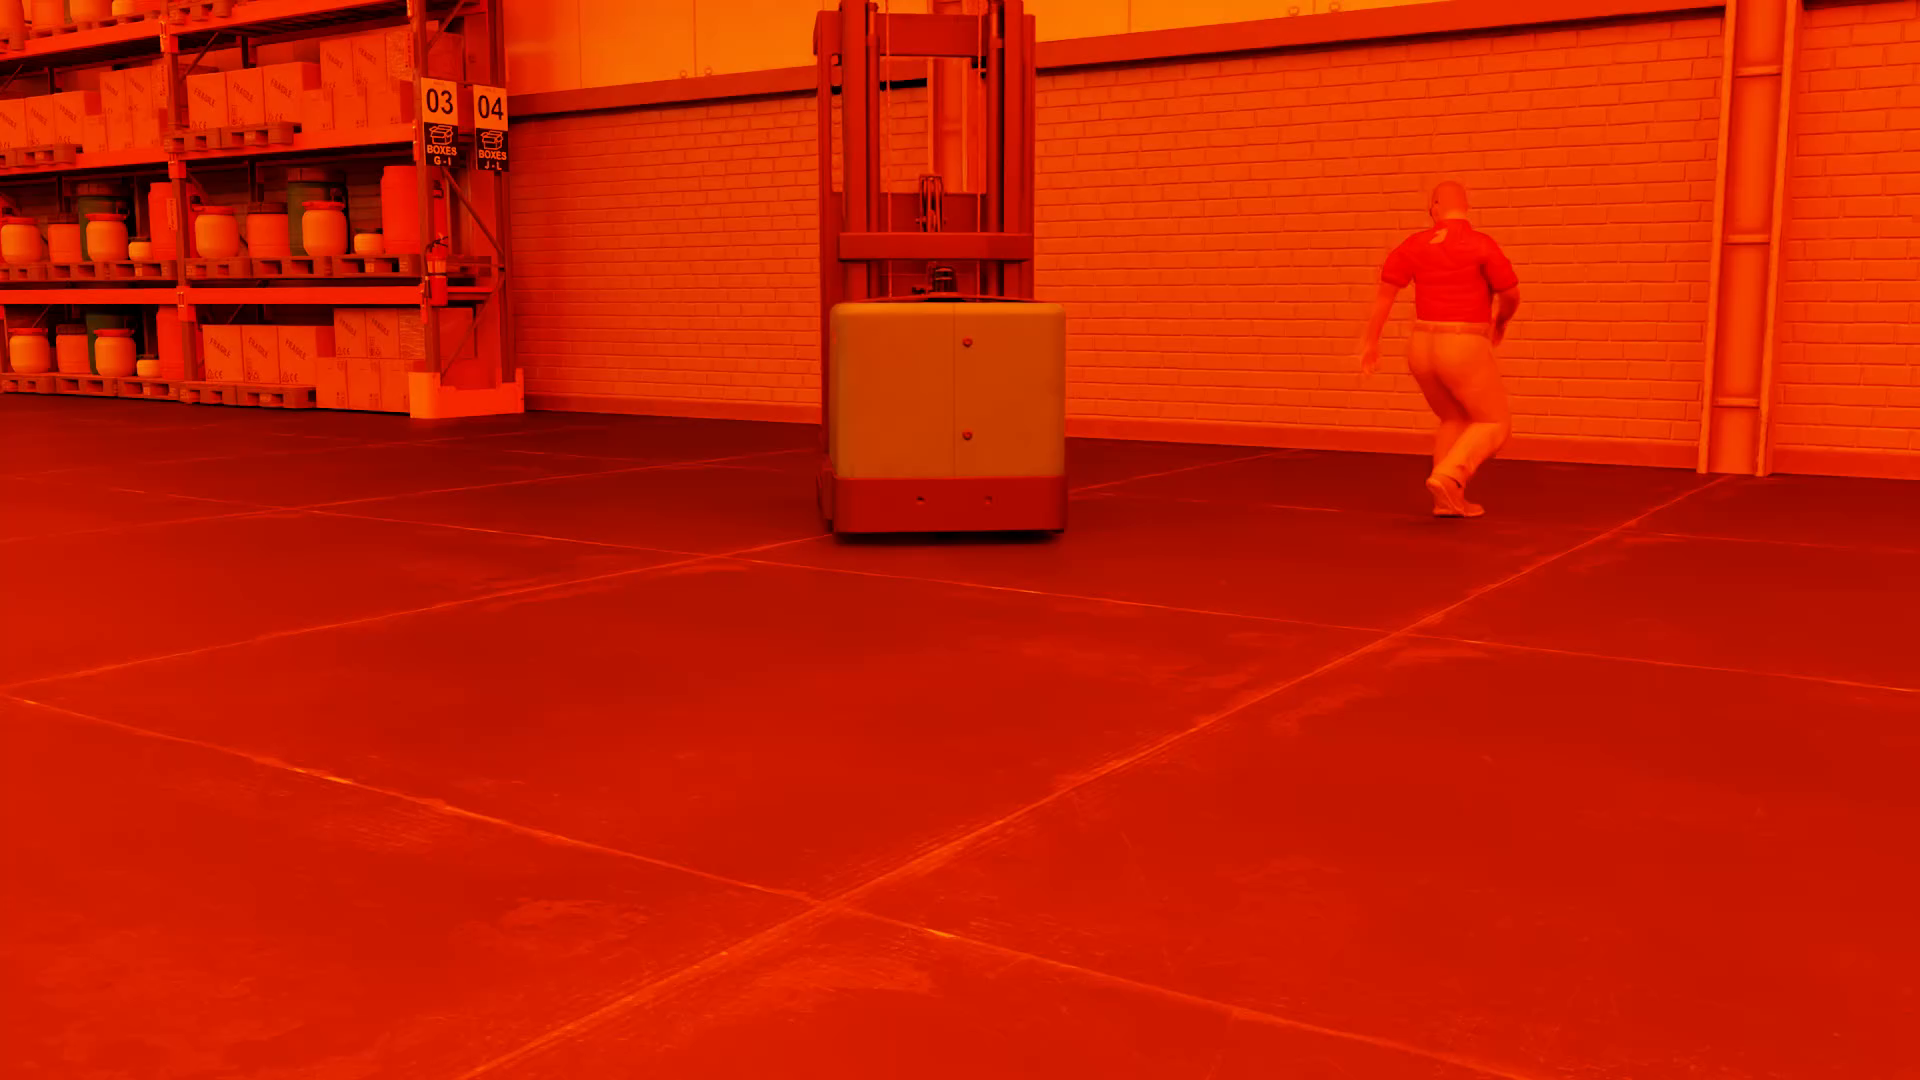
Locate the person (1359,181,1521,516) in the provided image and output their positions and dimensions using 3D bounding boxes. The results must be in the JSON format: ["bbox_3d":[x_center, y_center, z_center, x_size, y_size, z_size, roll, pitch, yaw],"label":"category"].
[{"bbox_3d":[2.433,-0.932,8.270,0.634,1.673,0.699,-5,10,-33],"label":"person"}]

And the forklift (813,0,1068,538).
[{"bbox_3d":[-0.196,-1.630,8.653,1.130,2.935,3.031,-1,8,-6],"label":"forklift"}]
